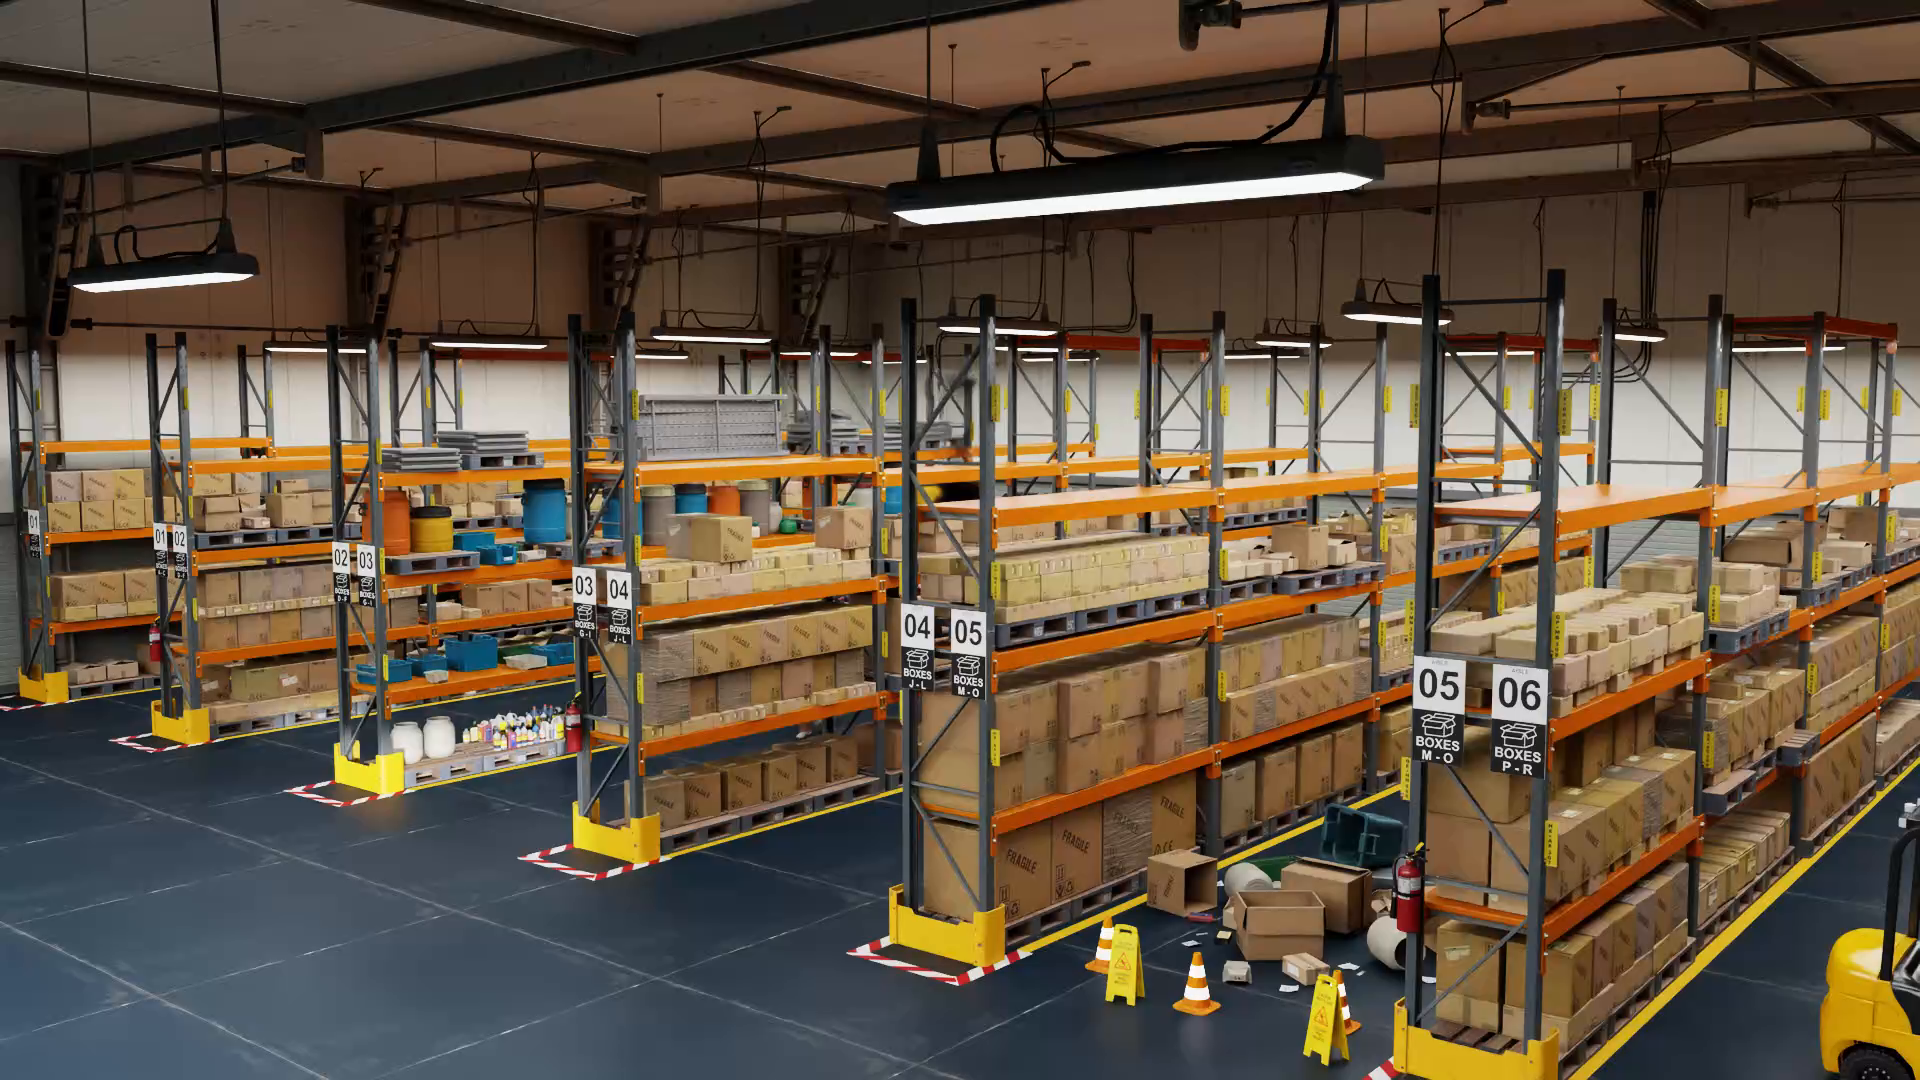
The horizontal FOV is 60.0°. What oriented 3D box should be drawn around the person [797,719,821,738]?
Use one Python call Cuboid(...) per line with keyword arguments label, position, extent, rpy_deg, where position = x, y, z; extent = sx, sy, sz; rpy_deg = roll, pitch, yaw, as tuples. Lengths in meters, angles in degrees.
Cuboid(label="person", position=(-2.319, 2.129, 24.841), extent=(0.581, 1.630, 0.509), rpy_deg=(3, 6, 33))
